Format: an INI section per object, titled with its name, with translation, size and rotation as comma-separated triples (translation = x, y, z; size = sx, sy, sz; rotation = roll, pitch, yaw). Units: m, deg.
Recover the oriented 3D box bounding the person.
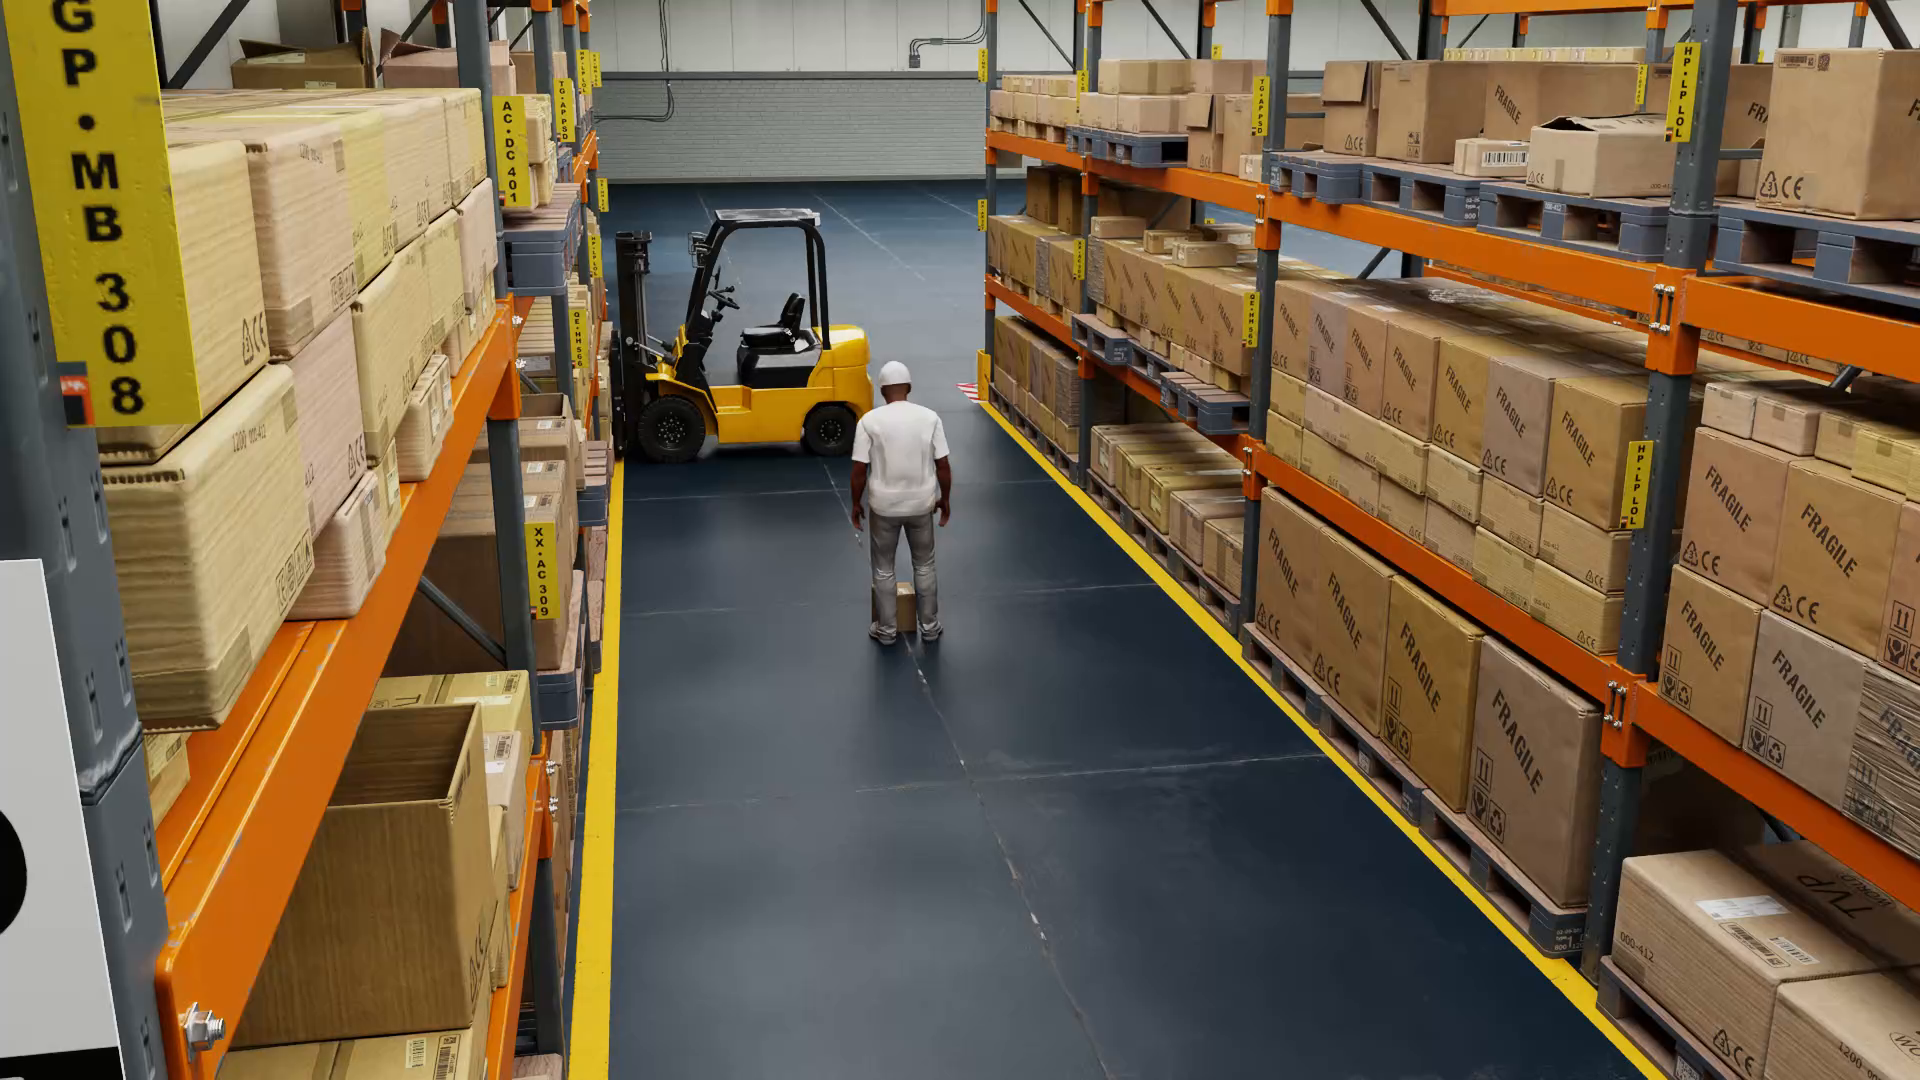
[person]
translation = -0.365, -0.225, 10.281
size = 0.627, 1.757, 0.460
rotation = -3, 17, -10
